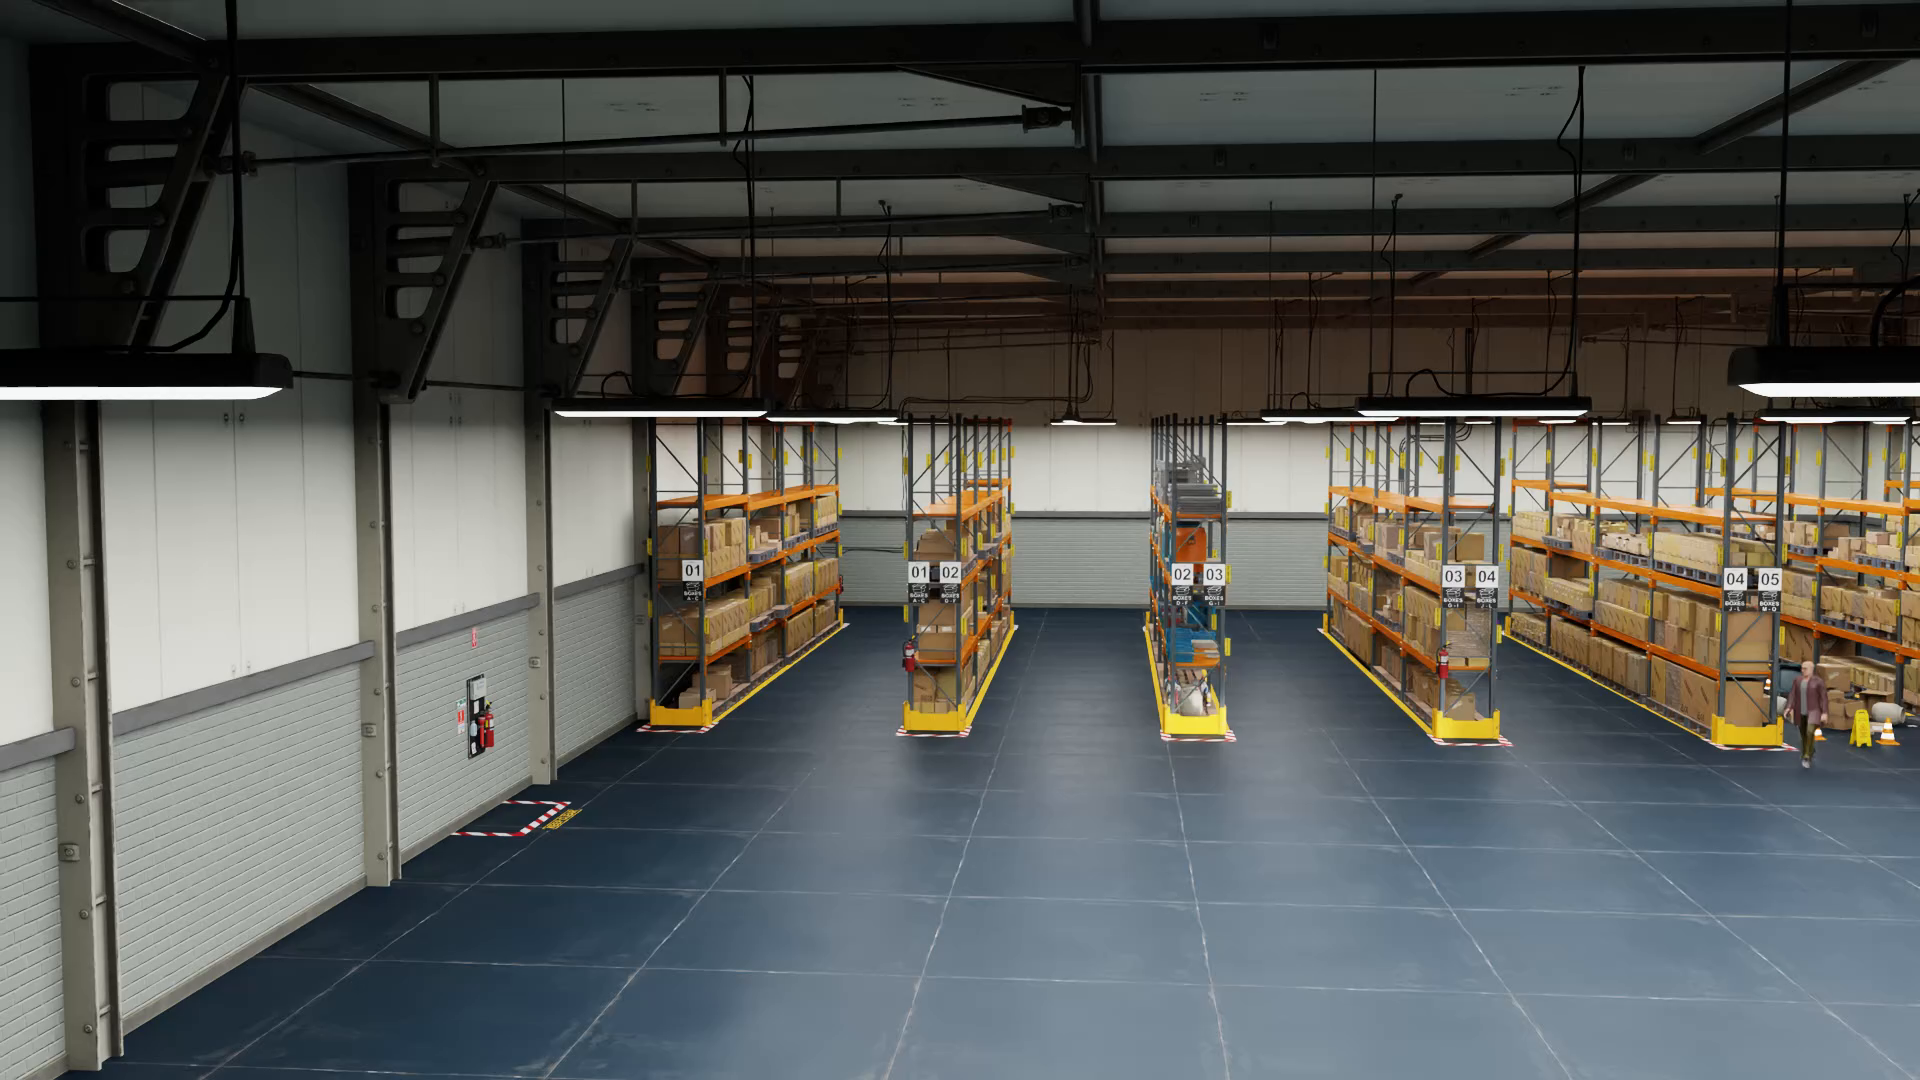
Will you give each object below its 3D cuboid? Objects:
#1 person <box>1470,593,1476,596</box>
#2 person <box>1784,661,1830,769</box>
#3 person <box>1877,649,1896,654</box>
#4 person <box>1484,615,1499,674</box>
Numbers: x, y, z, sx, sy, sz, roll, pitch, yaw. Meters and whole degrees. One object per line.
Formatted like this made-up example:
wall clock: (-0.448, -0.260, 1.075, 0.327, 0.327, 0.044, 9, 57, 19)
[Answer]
person: (13.502, 1.954, 43.996, 0.538, 1.671, 0.388, -4, 5, -43)
person: (14.376, 2.929, 28.247, 1.003, 1.743, 0.674, -3, 5, -41)
person: (23.578, 2.040, 41.986, 0.515, 1.717, 0.598, -2, 4, -24)
person: (12.281, 2.243, 38.802, 0.559, 1.708, 1.085, 1, 4, 8)
